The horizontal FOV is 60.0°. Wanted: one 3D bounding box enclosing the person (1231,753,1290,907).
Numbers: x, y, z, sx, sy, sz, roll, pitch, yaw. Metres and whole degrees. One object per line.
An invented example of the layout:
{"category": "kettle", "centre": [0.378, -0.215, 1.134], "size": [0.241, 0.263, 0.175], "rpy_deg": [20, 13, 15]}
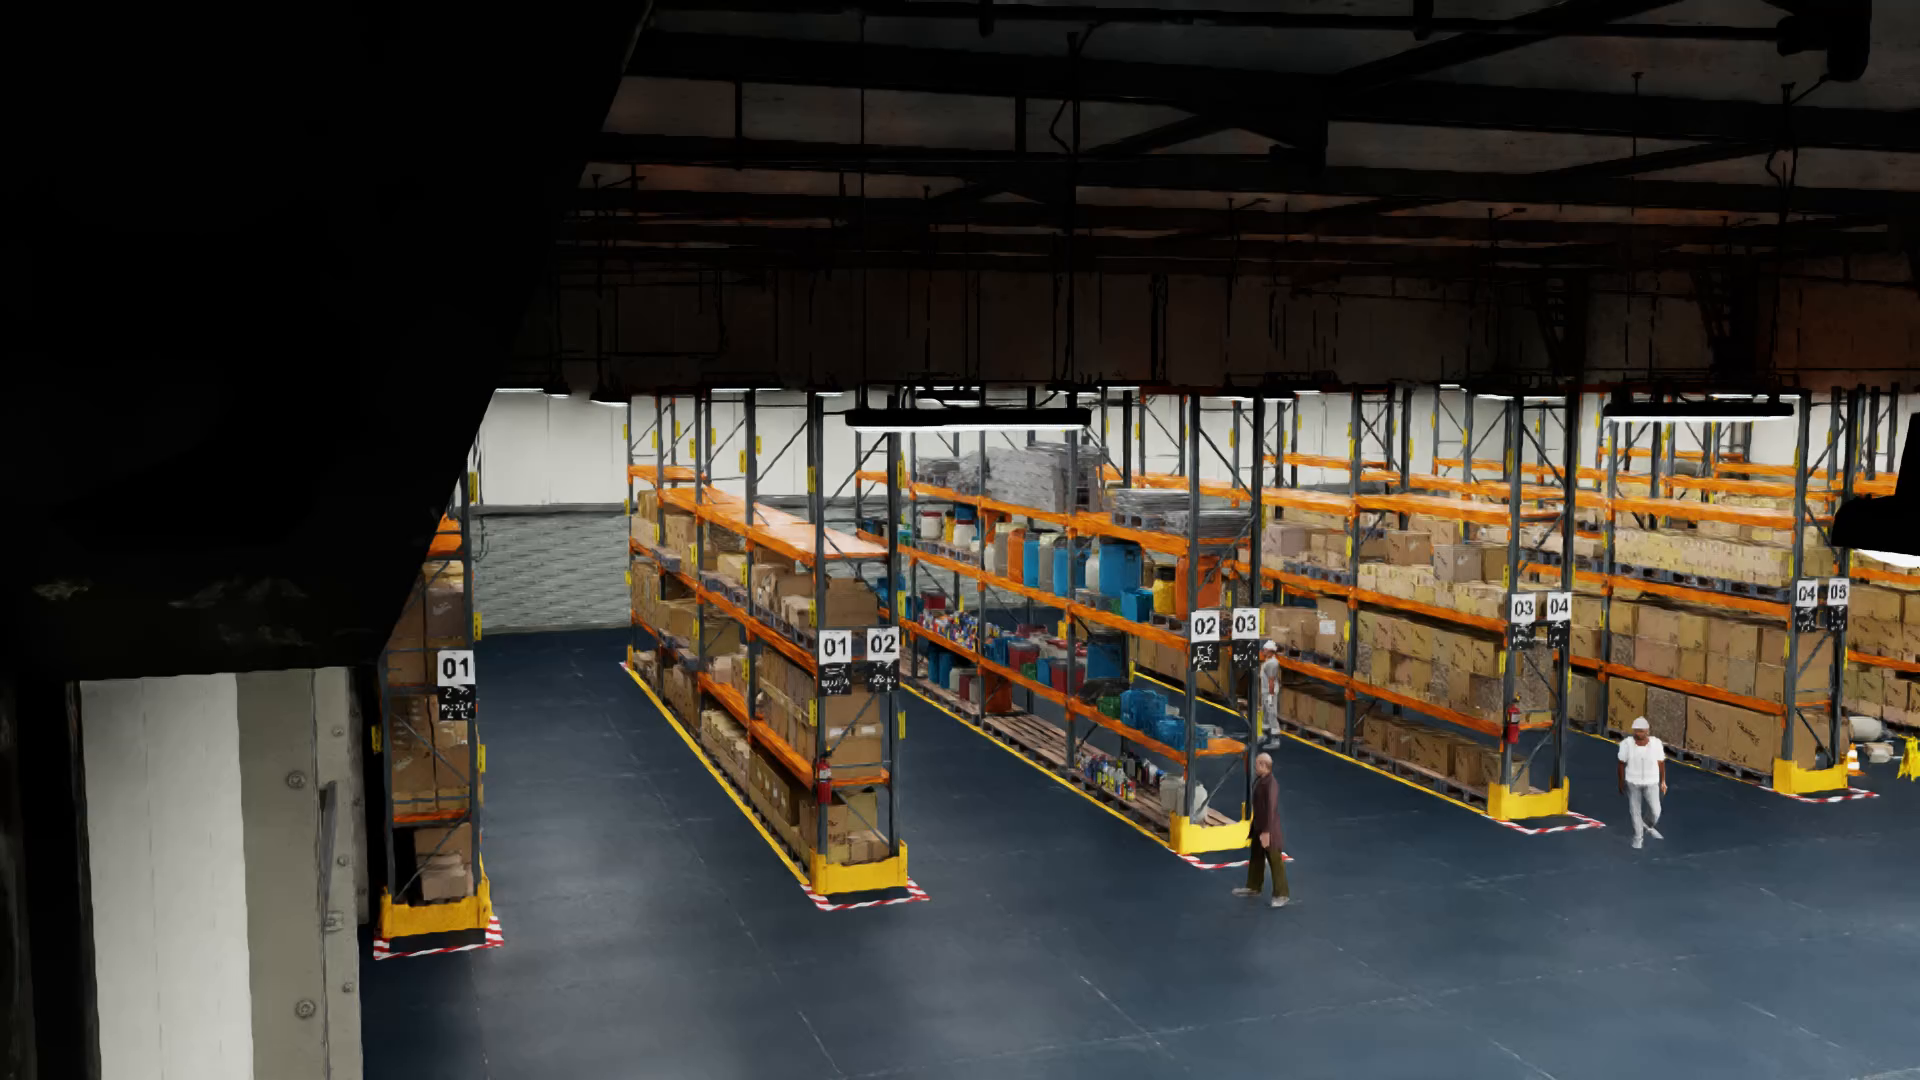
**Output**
{"category": "person", "centre": [3.577, 3.397, 19.702], "size": [0.635, 1.771, 0.711], "rpy_deg": [-1, 6, -6]}

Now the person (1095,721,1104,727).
{"category": "person", "centre": [2.687, 2.526, 29.004], "size": [0.446, 1.604, 1.016], "rpy_deg": [-3, 7, -27]}

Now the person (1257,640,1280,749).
{"category": "person", "centre": [5.105, 2.564, 27.737], "size": [0.494, 1.786, 0.594], "rpy_deg": [1, 6, 10]}

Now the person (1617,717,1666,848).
{"category": "person", "centre": [9.022, 3.191, 22.010], "size": [0.615, 1.758, 0.572], "rpy_deg": [2, 6, 18]}
